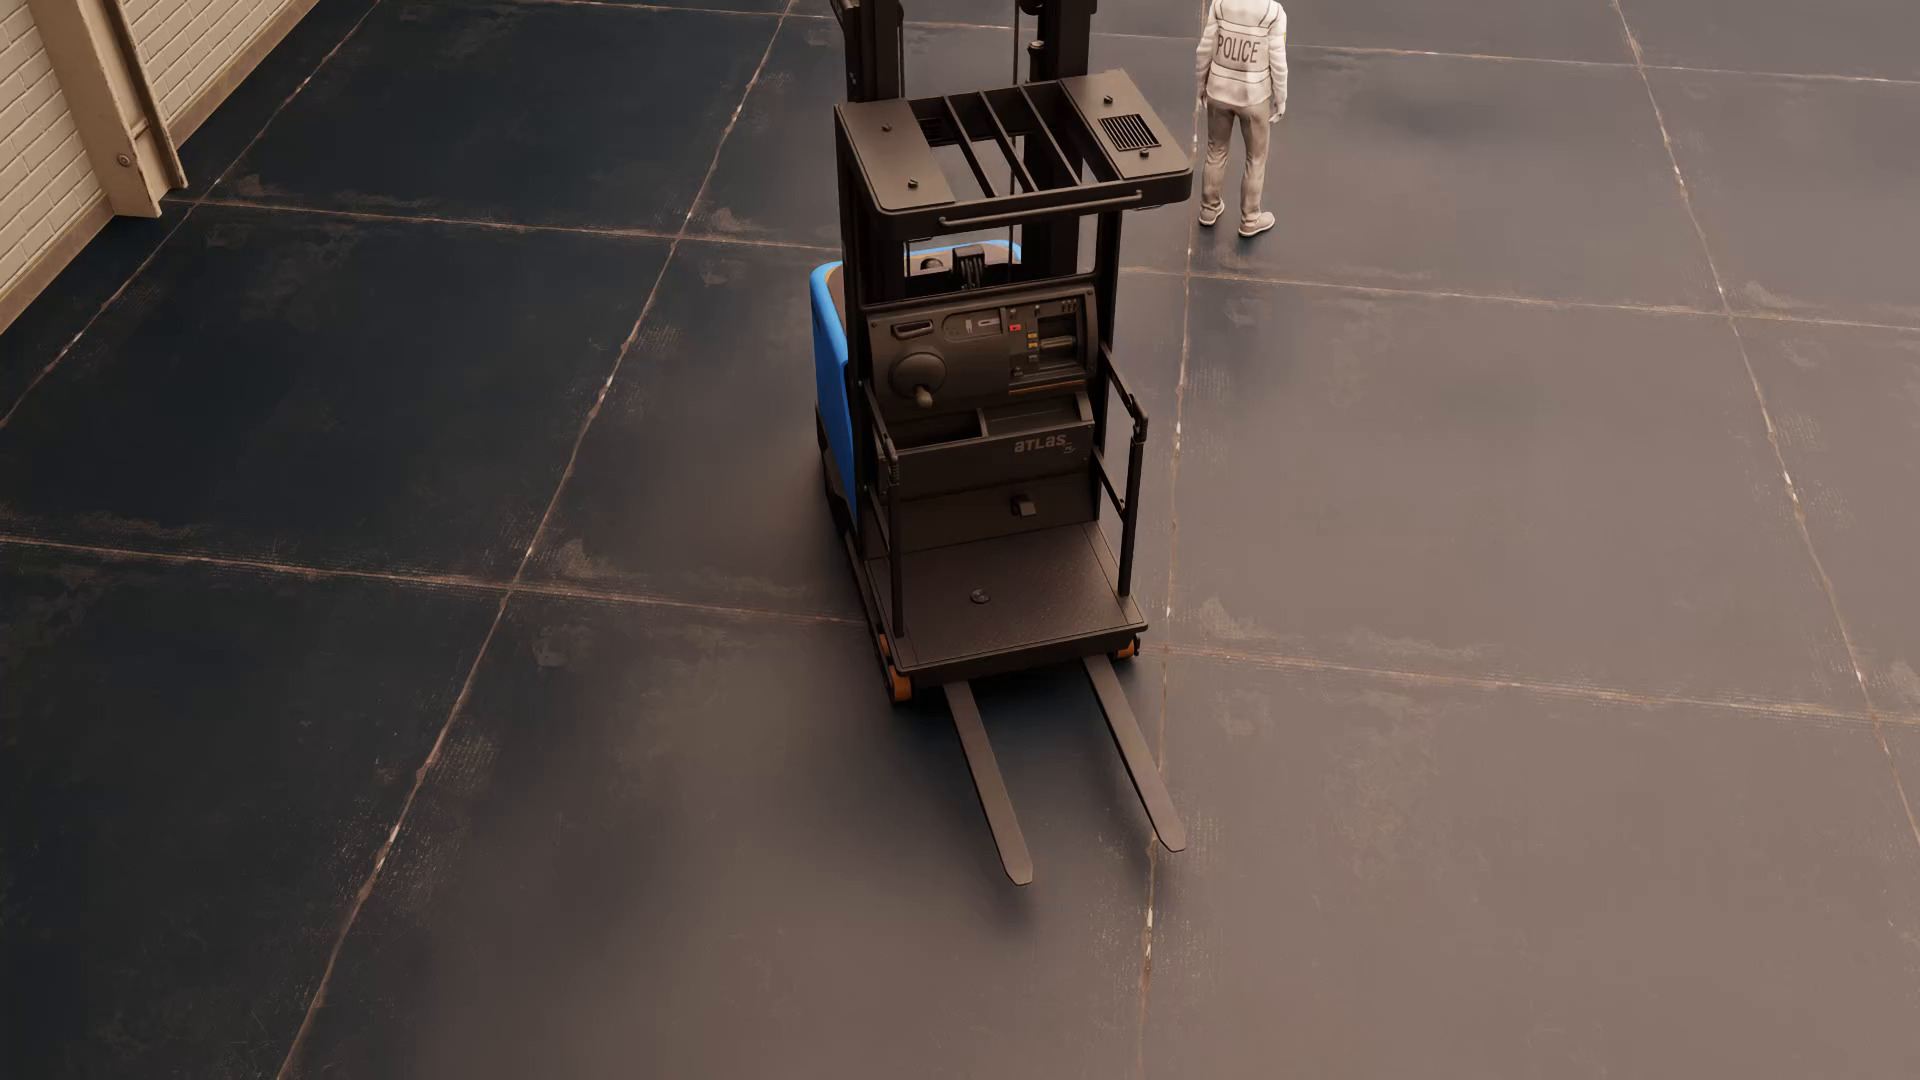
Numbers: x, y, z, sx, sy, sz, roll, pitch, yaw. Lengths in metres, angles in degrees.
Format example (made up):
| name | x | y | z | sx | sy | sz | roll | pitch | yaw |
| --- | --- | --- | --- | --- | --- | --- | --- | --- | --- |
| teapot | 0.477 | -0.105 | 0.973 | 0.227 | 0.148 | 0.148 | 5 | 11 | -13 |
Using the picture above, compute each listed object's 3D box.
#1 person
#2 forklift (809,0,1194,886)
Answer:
| name | x | y | z | sx | sy | sz | roll | pitch | yaw |
| --- | --- | --- | --- | --- | --- | --- | --- | --- | --- |
| person | 1.586 | -2.521 | 9.405 | 0.547 | 1.666 | 0.371 | 20 | 46 | 20 |
| forklift | 0.153 | -0.681 | 6.465 | 1.130 | 2.935 | 3.031 | -10 | 44 | -11 |
